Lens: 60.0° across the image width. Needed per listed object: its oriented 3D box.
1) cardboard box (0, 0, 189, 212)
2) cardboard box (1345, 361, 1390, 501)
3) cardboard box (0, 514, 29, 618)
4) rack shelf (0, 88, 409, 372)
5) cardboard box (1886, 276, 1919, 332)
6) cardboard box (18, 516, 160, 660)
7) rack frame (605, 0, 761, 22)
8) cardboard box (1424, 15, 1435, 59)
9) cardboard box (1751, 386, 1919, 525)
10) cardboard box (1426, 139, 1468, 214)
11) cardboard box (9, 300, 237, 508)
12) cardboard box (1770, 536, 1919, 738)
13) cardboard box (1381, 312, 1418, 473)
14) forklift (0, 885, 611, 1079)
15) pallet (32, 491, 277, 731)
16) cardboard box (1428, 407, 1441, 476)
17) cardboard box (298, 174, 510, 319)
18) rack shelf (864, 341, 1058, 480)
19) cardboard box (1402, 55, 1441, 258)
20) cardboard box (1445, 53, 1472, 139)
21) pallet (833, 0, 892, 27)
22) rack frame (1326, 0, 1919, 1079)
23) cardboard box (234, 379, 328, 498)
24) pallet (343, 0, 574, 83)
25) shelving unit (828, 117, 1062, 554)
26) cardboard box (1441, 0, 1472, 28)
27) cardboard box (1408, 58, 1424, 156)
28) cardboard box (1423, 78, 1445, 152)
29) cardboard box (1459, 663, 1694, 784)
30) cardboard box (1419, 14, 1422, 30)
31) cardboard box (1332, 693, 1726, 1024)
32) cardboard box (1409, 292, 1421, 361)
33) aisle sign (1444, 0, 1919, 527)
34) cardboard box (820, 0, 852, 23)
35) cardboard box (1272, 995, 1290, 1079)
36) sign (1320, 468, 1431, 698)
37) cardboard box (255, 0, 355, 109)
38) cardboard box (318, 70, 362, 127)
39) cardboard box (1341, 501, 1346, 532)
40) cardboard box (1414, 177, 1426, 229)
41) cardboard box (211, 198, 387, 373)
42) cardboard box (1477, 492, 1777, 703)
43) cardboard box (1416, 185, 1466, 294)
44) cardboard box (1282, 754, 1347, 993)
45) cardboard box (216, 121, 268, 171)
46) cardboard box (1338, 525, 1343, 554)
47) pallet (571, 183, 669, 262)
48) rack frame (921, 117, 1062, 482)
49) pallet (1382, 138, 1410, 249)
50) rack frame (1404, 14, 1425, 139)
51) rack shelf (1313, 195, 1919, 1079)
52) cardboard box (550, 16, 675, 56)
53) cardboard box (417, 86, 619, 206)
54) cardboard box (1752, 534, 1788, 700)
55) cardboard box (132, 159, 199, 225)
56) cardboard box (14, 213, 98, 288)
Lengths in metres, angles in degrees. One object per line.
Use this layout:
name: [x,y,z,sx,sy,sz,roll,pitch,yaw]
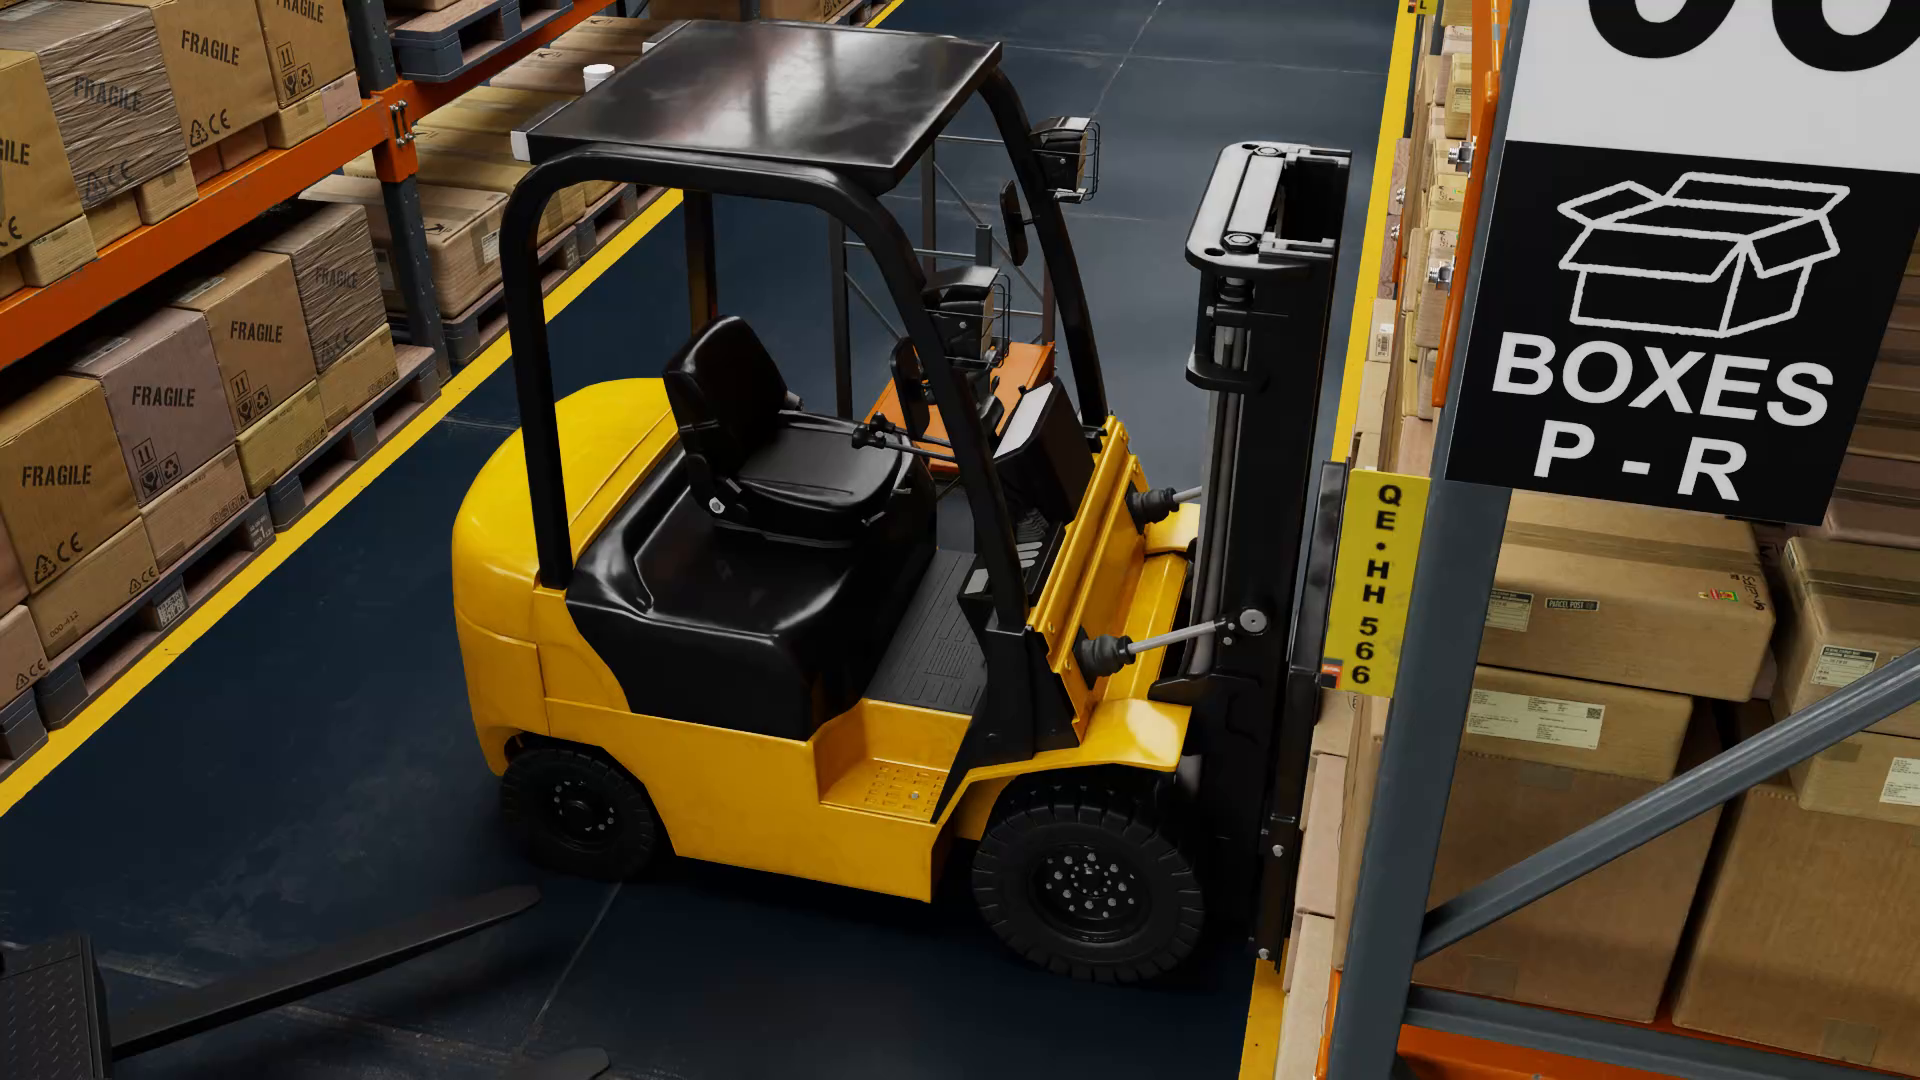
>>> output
cardboard box: [-2.874,-1.386,5.264,0.500,0.500,0.500,9,34,14]
cardboard box: [1.485,-0.313,5.186,0.500,0.250,0.500,8,33,12]
cardboard box: [-3.160,0.057,4.838,0.500,0.500,0.500,7,33,11]
rack shelf: [-3.259,-0.679,5.193,1.077,0.370,4.000,8,33,12]
cardboard box: [1.600,-0.394,3.099,0.380,0.149,0.250,9,34,14]
cardboard box: [-3.031,0.109,5.455,0.500,0.250,0.500,10,34,16]
rack frame: [-1.736,-4.096,9.898,1.000,3.000,0.127,8,33,12]
cardboard box: [1.929,-1.784,5.934,0.500,0.250,0.500,7,33,11]
cardboard box: [1.480,-0.128,2.680,0.380,0.149,0.250,9,33,13]
cardboard box: [1.363,-0.873,4.129,0.380,0.149,0.250,7,33,11]
cardboard box: [-2.897,-0.481,5.684,0.500,0.500,0.500,10,34,15]
cardboard box: [1.328,0.142,2.255,0.380,0.149,0.250,7,33,11]
cardboard box: [1.177,-0.138,3.578,0.500,0.500,0.500,7,33,11]
forklift: [-2.315,0.395,2.897,3.031,2.935,1.130,-15,36,-23]
pallet: [-3.195,0.145,5.826,1.003,0.211,1.213,8,33,12]
cardboard box: [0.996,-0.199,2.792,0.380,0.149,0.250,9,33,13]
cardboard box: [-2.620,-1.361,7.653,0.950,0.372,0.625,8,33,13]
rack shelf: [-0.022,-0.437,5.875,0.538,0.185,1.000,8,33,12]
cardboard box: [1.686,-1.194,5.239,0.500,0.500,0.500,7,33,11]
cardboard box: [1.444,-1.124,4.246,0.380,0.149,0.250,8,33,12]
pallet: [-1.151,-3.949,12.266,1.003,0.211,1.213,8,33,12]
rack frame: [1.033,0.729,2.308,0.949,2.616,0.053,8,33,12]
cardboard box: [-2.766,-0.416,6.281,0.500,0.250,0.500,7,33,11]
pallet: [-2.416,-2.316,7.277,1.003,0.211,1.213,8,33,12]
shelving unit: [-0.019,-0.593,5.785,0.587,1.500,1.083,8,33,12]
cardboard box: [1.683,-1.663,5.095,0.380,0.149,0.250,9,33,13]
cardboard box: [1.926,-1.581,6.080,0.500,0.250,0.500,9,33,13]
cardboard box: [1.478,-1.142,4.552,0.380,0.149,0.250,9,33,13]
cardboard box: [0.853,0.195,2.450,0.380,0.149,0.250,8,33,13]
cardboard box: [3.347,-3.596,11.049,0.500,0.500,0.500,7,33,11]
cardboard box: [0.907,0.396,2.738,0.500,0.500,0.500,7,33,11]
cardboard box: [1.155,-0.474,3.502,0.380,0.149,0.250,8,33,13]
aisle sign: [0.735,-0.374,1.619,0.394,0.787,0.004,8,33,12]
cardboard box: [-1.250,-4.186,11.628,0.875,0.875,0.875,8,33,13]
cardboard box: [0.857,1.206,3.263,0.500,0.250,0.500,8,33,12]
sign: [0.515,0.059,2.061,0.100,0.325,0.005,8,33,12]
cardboard box: [-2.623,-1.924,6.110,0.500,0.500,0.500,7,33,11]
cardboard box: [-2.538,-1.706,6.372,0.380,0.149,0.250,8,33,12]
cardboard box: [1.494,0.108,5.456,0.500,0.250,0.500,7,33,11]
cardboard box: [1.442,-0.659,4.397,0.500,0.500,0.500,8,33,12]
cardboard box: [-2.642,-1.010,6.516,0.500,0.500,0.500,8,33,12]
cardboard box: [0.923,0.073,2.364,0.380,0.149,0.250,8,33,12]
cardboard box: [1.150,-0.603,3.428,0.380,0.149,0.250,9,33,13]
cardboard box: [0.975,0.743,3.525,0.500,0.250,0.500,9,33,13]
cardboard box: [-2.736,-1.451,5.971,0.380,0.149,0.250,8,33,13]
cardboard box: [1.229,0.218,4.351,0.500,0.250,0.500,7,33,11]
pallet: [-2.247,-1.883,9.015,1.003,0.211,1.213,8,33,12]
rack frame: [0.107,-0.852,6.193,0.500,1.500,0.032,8,33,12]
pallet: [2.820,-1.824,8.922,1.003,0.211,1.213,8,33,12]
rack frame: [3.066,-3.422,8.838,1.000,3.000,0.127,8,33,12]
rack shelf: [1.544,-0.005,4.133,1.077,0.370,4.000,8,33,12]
cardboard box: [-1.889,-2.873,10.031,0.950,0.372,0.625,6,33,9]
cardboard box: [-2.266,-2.096,8.809,0.950,0.372,0.625,9,34,14]
cardboard box: [1.374,0.136,2.543,0.380,0.149,0.250,8,33,12]
cardboard box: [-2.792,-1.179,5.542,0.380,0.149,0.250,8,33,12]
cardboard box: [-2.916,-0.911,5.122,0.380,0.149,0.250,8,33,13]
